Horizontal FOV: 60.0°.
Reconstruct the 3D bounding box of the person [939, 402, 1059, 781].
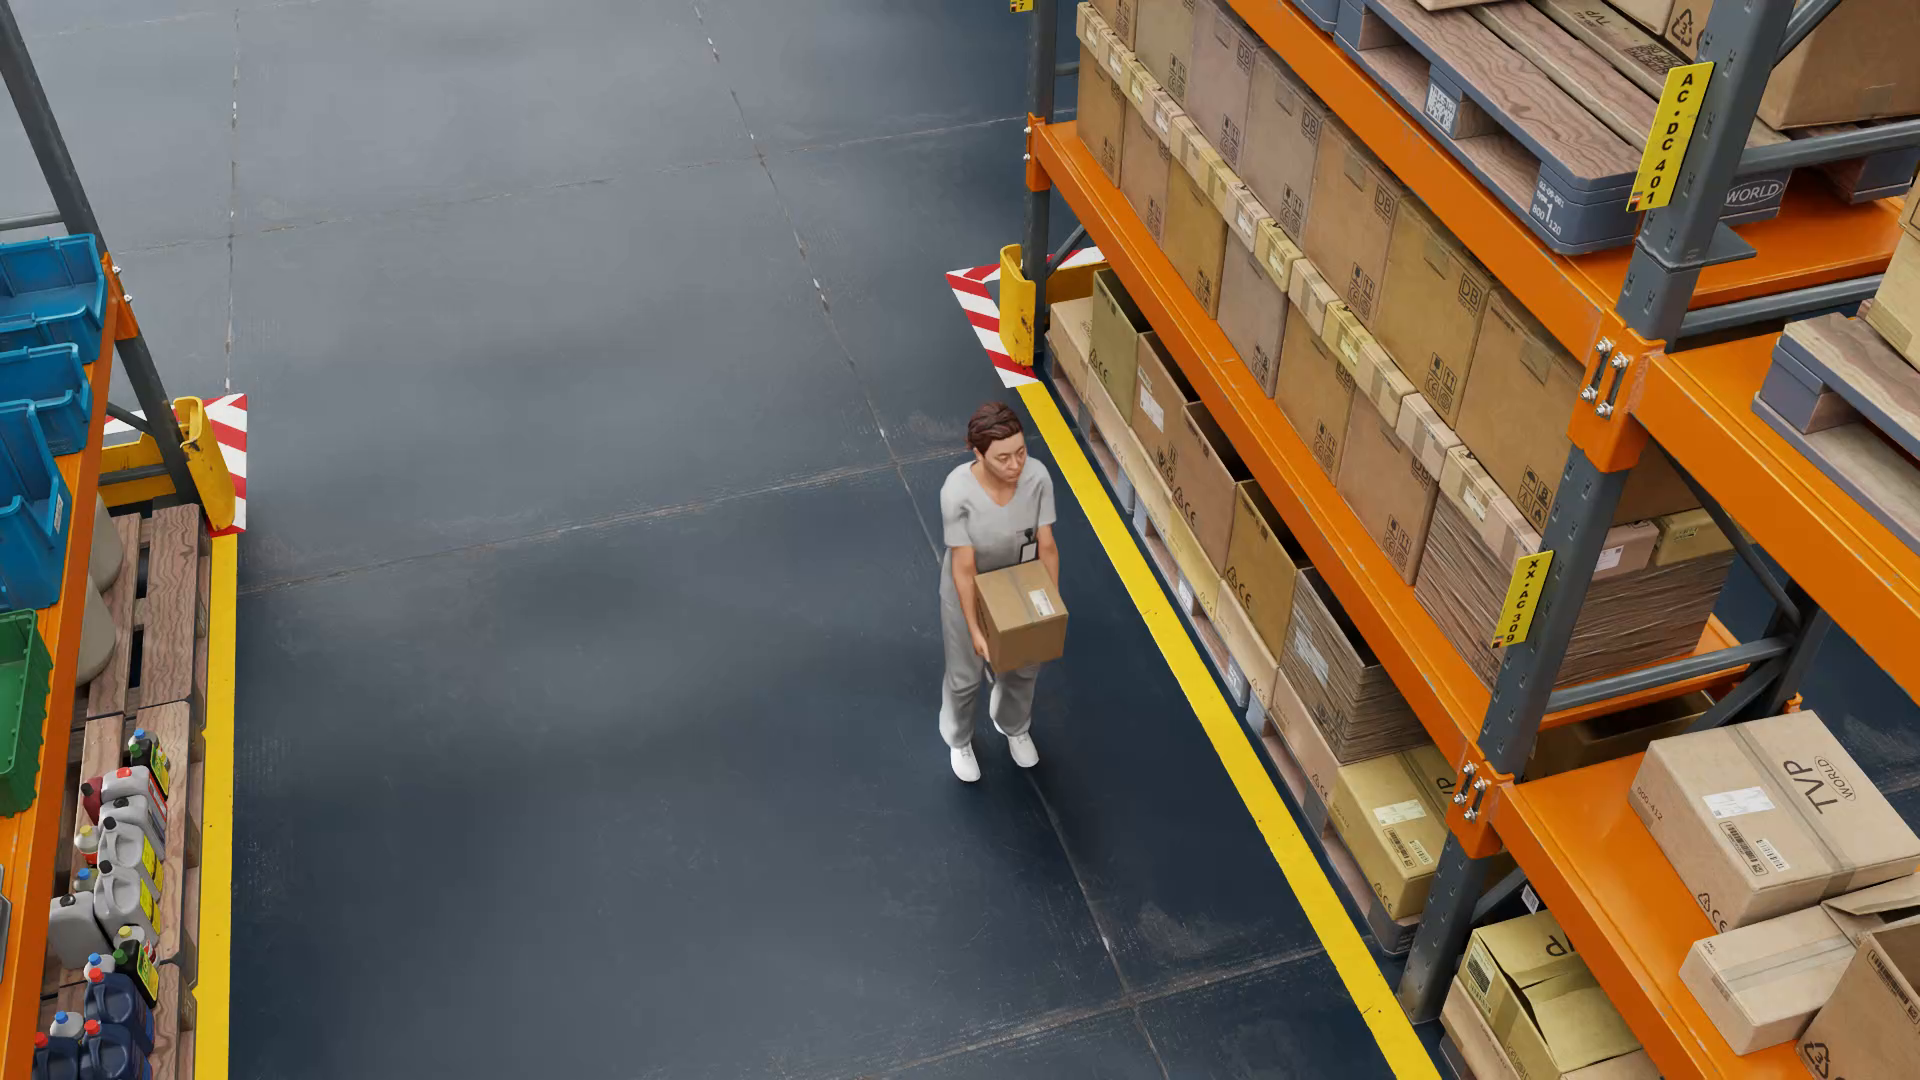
[{"bbox_3d":[0.149,0.245,5.903,0.411,1.668,0.501,-14,44,-14],"label":"person"}]
